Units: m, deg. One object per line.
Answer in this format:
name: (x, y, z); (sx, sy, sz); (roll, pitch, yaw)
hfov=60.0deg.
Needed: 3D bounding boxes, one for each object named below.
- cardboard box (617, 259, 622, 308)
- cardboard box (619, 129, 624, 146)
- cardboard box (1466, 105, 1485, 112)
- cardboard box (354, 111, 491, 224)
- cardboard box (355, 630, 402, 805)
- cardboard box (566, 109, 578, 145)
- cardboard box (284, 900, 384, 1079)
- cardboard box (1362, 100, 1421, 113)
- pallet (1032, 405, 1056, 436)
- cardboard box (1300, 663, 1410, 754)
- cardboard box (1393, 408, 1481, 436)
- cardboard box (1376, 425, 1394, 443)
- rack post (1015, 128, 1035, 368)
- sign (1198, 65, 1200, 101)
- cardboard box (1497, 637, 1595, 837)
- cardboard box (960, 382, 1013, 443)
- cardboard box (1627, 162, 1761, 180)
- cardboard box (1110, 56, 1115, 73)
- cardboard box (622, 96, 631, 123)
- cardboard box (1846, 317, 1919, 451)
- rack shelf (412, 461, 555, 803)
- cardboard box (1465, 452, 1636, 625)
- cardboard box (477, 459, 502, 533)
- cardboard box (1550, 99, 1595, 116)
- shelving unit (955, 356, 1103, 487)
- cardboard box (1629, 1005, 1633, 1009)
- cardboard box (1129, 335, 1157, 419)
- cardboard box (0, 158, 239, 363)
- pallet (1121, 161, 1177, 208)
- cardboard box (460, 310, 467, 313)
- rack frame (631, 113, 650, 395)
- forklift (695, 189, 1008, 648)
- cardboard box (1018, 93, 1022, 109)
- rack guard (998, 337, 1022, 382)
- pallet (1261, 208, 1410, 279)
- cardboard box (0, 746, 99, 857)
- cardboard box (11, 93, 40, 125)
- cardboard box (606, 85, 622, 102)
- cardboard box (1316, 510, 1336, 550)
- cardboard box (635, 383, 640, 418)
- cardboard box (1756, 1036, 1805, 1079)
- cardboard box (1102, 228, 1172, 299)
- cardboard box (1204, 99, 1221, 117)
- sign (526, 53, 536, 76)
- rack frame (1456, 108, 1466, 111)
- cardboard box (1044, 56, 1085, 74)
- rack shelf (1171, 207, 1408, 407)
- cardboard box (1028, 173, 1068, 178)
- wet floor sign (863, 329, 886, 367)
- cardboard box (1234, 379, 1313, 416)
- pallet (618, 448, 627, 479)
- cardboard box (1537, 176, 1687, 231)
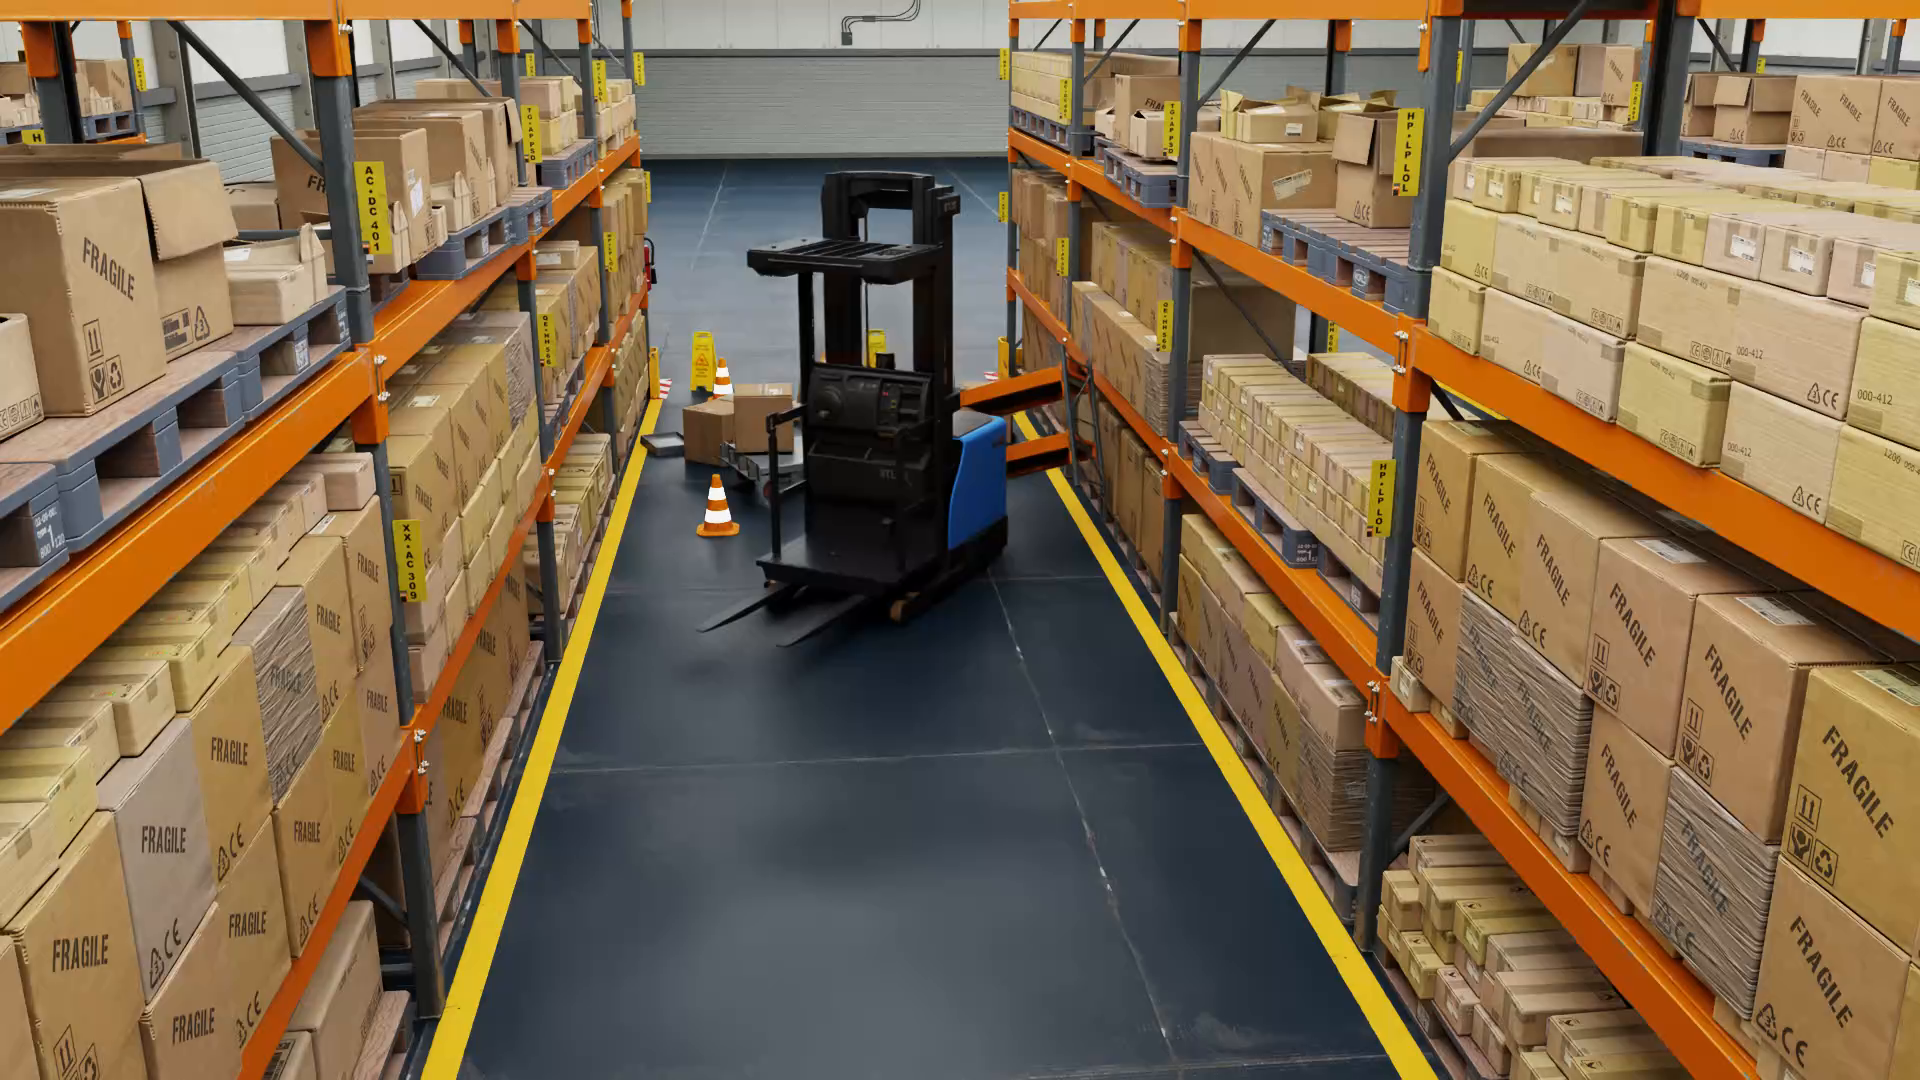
cardboard box: (-3.315, -2.313, 14.872); (0.500, 0.500, 0.500); (-2, 18, -6)
cardboard box: (-3.367, -3.784, 15.633); (0.380, 0.149, 0.250); (-2, 18, -6)
cardboard box: (5.765, -4.540, 17.874); (0.500, 0.250, 0.500); (-1, 17, -4)
cardboard box: (-2.589, -1.806, 8.045); (0.500, 0.500, 0.500); (-2, 18, -5)
cardboard box: (-2.345, 0.632, 5.991); (0.500, 0.500, 0.500); (-2, 18, -5)
cardboard box: (-3.268, -3.225, 12.983); (0.500, 0.250, 0.500); (-2, 18, -7)
cardboard box: (-2.689, 1.761, 6.135); (0.875, 0.438, 0.875); (-2, 18, -6)
cardboard box: (2.307, -2.175, 8.644); (0.396, 0.266, 0.258); (-2, 18, -6)
pallet: (1.311, -1.280, 16.903); (1.003, 0.211, 1.213); (-2, 18, -6)
cardboard box: (1.938, 0.786, 7.885); (0.500, 0.250, 0.500); (-2, 18, -7)
cardboard box: (2.517, -0.595, 8.791); (0.380, 0.149, 0.250); (-1, 17, -4)
cardboard box: (2.493, -0.531, 9.082); (0.380, 0.149, 0.250); (-1, 17, -4)
rack post: (6.460, -2.843, 14.214); (10.902, 4.420, 9.321); (-2, 18, -6)
sign: (1.980, -3.865, 14.084); (0.100, 0.325, 0.005); (-2, 18, -6)
cardboard box: (4.695, -0.494, 6.473); (5.883, 2.061, 2.375); (-2, 18, -7)
cardboard box: (0.260, -1.257, 16.342); (0.500, 0.500, 0.500); (1, 17, 4)
cardboard box: (2.608, -1.259, 5.922); (0.380, 0.149, 0.250); (-1, 17, -4)
cardboard box: (1.609, -4.455, 15.573); (0.380, 0.149, 0.250); (-2, 18, -6)
cardboard box: (-3.527, -4.233, 16.399); (0.500, 0.250, 0.500); (-2, 18, -6)
cardboard box: (2.324, -0.322, 3.603); (0.500, 0.250, 0.500); (-2, 18, -7)
rack shelf: (-2.853, 0.296, 8.426); (1.077, 0.370, 4.000); (-2, 18, -6)
cardboard box: (2.139, -0.005, 5.852); (0.500, 0.500, 0.500); (-2, 18, -7)
cardboard box: (-2.573, -0.214, 8.267); (0.500, 0.250, 0.500); (-2, 18, -7)
cardboard box: (5.923, -4.171, 16.032); (0.380, 0.149, 0.250); (-1, 17, -3)
shelving unit: (0.533, -0.833, 13.252); (1.030, 0.981, 0.538); (-12, -14, 30)
cardboard box: (2.754, 1.979, 5.677); (0.473, 0.297, 1.109); (-1, 17, -4)
cardboard box: (1.490, -1.148, 11.659); (0.500, 0.500, 0.500); (-2, 18, -6)
cardboard box: (-2.476, -0.779, 4.601); (0.797, 0.503, 0.637); (0, 17, -1)
pallet: (1.734, -2.357, 10.984); (1.213, 0.211, 1.003); (-1, 17, -3)
cardboard box: (-3.383, -1.160, 10.498); (0.500, 0.500, 0.500); (-2, 18, -7)
rack frame: (-3.885, -3.026, 17.809); (1.000, 3.000, 0.127); (-2, 18, -6)
forklift: (-0.730, -0.933, 11.401); (1.129, 2.843, 3.031); (8, 19, 25)
cardboard box: (0.797, -4.506, 17.066); (0.380, 0.149, 0.250); (-2, 18, -5)
rack guard: (1.026, -2.024, 18.789); (1.175, 0.500, 0.348); (-2, 18, -6)
pallet: (2.198, -1.472, 8.163); (1.213, 0.211, 1.003); (-2, 18, -6)
cardboard box: (-2.051, 0.557, 3.475); (0.380, 0.149, 0.250); (-2, 18, -7)
cardboard box: (-8.260, -3.747, 14.452); (0.396, 0.266, 0.258); (-2, 18, -7)
cardboard box: (-3.365, -4.170, 15.534); (0.380, 0.149, 0.250); (-1, 17, -4)
cardboard box: (1.952, -0.053, 8.057); (0.380, 0.149, 0.250); (-3, 18, -8)
cardboard box: (-3.429, -1.372, 16.429); (0.500, 0.250, 0.500); (-2, 18, -8)
cardboard box: (2.285, 1.364, 4.243); (0.380, 0.149, 0.250); (-1, 17, -4)
cardboard box: (1.553, -2.241, 13.472); (0.700, 0.500, 0.500); (-2, 18, -7)
cardboard box: (1.887, -2.984, 11.947); (0.553, 0.311, 1.537); (-2, 18, -8)
sign: (-4.424, -4.858, 17.175); (0.100, 0.325, 0.005); (-2, 18, -6)
rack frame: (5.972, -3.332, 18.784); (1.000, 3.000, 0.127); (-2, 18, -6)
cardboard box: (0.981, -4.358, 15.264); (0.380, 0.149, 0.250); (-2, 18, -5)
rack shelf: (2.258, -0.745, 6.736); (1.077, 0.370, 7.843); (-2, 18, -6)
cardboard box: (1.177, -3.523, 17.339); (0.875, 0.550, 0.550); (-2, 18, -6)
wet floor sign: (-0.944, -2.033, 18.577); (0.267, 0.644, 0.232); (-5, 18, -15)
cardboard box: (1.787, -0.814, 9.488); (0.380, 0.149, 0.250); (-3, 18, -8)
pallet: (-3.577, -0.703, 15.064); (1.003, 0.211, 1.213); (-2, 18, -6)
cardboard box: (2.114, -1.094, 5.397); (0.387, 0.149, 0.261); (-2, 18, -6)
